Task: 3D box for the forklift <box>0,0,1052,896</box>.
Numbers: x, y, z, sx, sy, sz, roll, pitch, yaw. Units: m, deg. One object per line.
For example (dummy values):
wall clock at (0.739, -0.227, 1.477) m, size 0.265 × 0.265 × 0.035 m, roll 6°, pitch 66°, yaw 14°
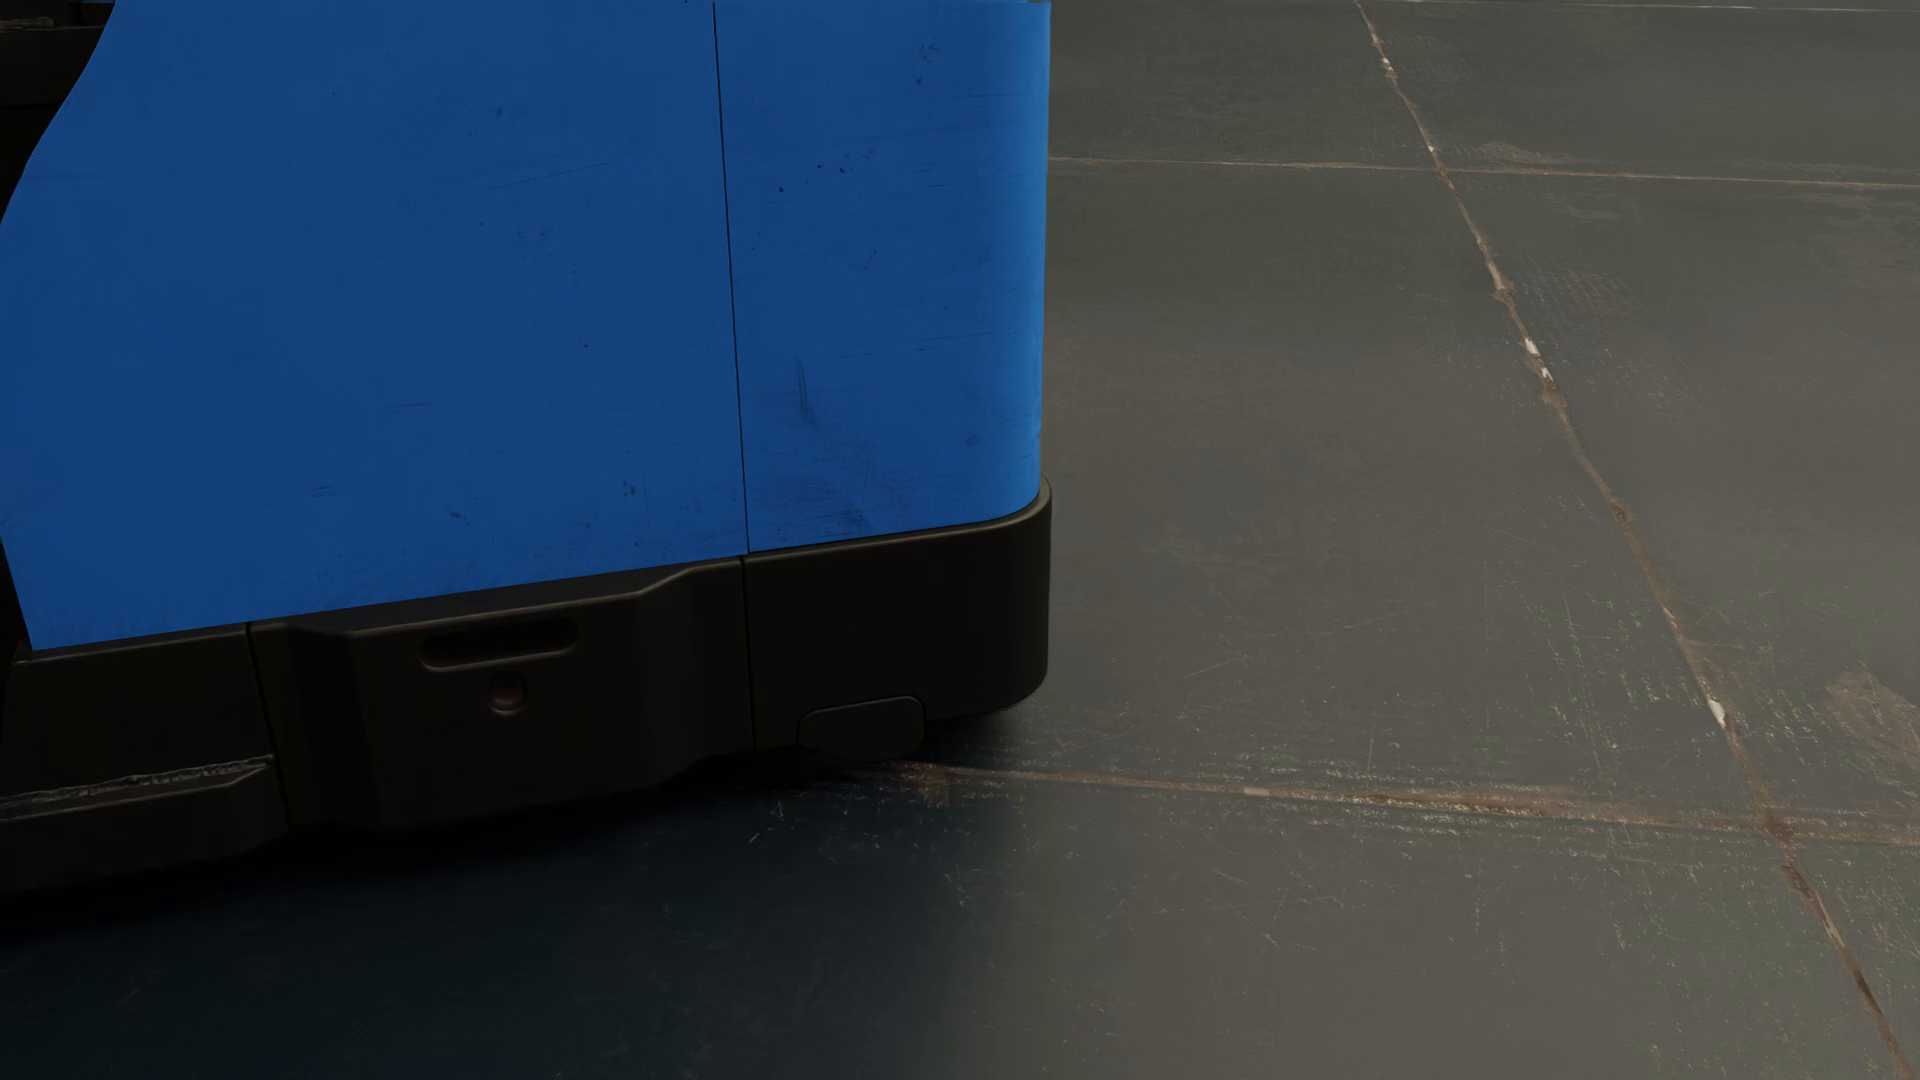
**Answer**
forklift at (-1.470, -1.085, 1.391) m, size 3.031 × 2.935 × 1.130 m, roll -8°, pitch 28°, yaw -15°
